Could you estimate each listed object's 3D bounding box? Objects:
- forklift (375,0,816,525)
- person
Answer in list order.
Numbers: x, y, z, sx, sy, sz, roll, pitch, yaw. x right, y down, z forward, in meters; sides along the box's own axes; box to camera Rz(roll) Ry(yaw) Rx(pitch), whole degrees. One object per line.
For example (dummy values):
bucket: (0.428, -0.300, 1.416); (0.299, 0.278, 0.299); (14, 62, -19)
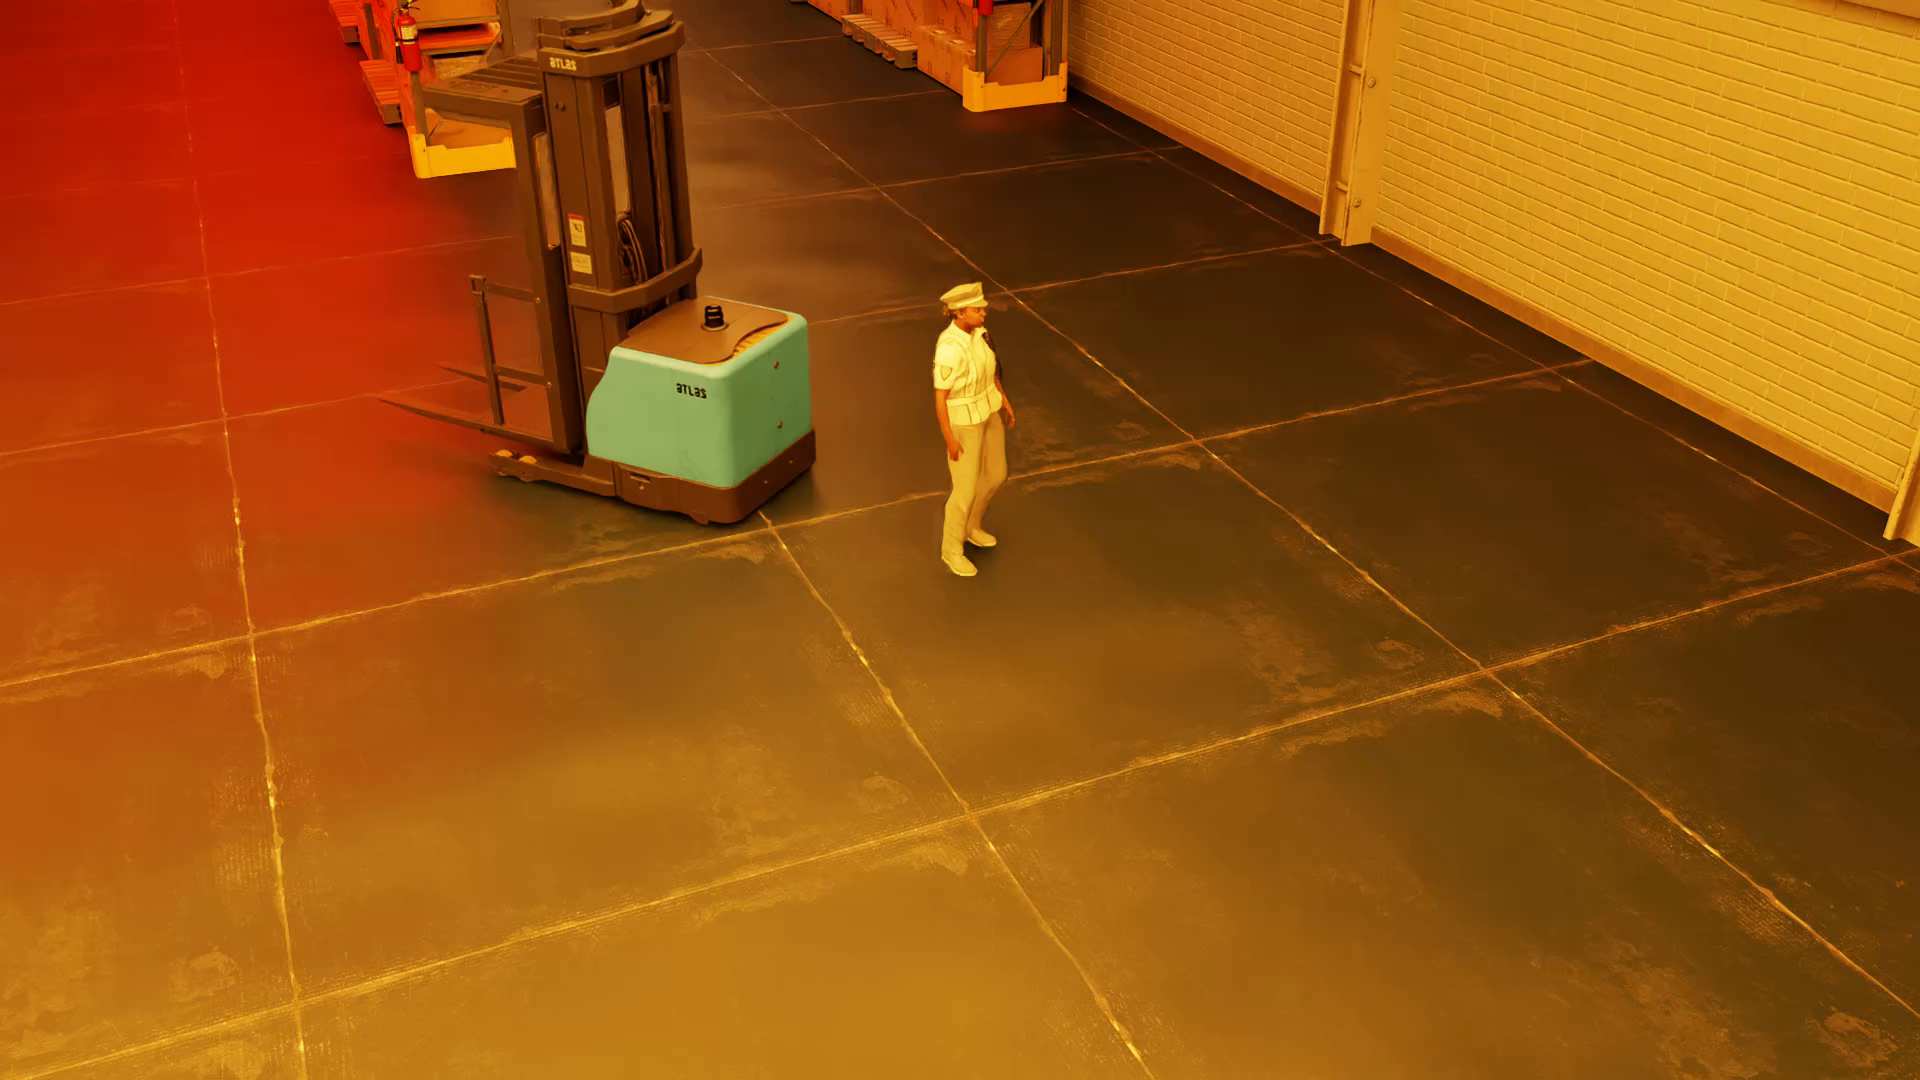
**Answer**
forklift: (-2.488, -1.864, 10.380); (3.031, 2.935, 1.130); (14, 33, 23)
person: (0.055, -0.677, 9.606); (0.428, 1.672, 0.663); (17, 34, 27)
